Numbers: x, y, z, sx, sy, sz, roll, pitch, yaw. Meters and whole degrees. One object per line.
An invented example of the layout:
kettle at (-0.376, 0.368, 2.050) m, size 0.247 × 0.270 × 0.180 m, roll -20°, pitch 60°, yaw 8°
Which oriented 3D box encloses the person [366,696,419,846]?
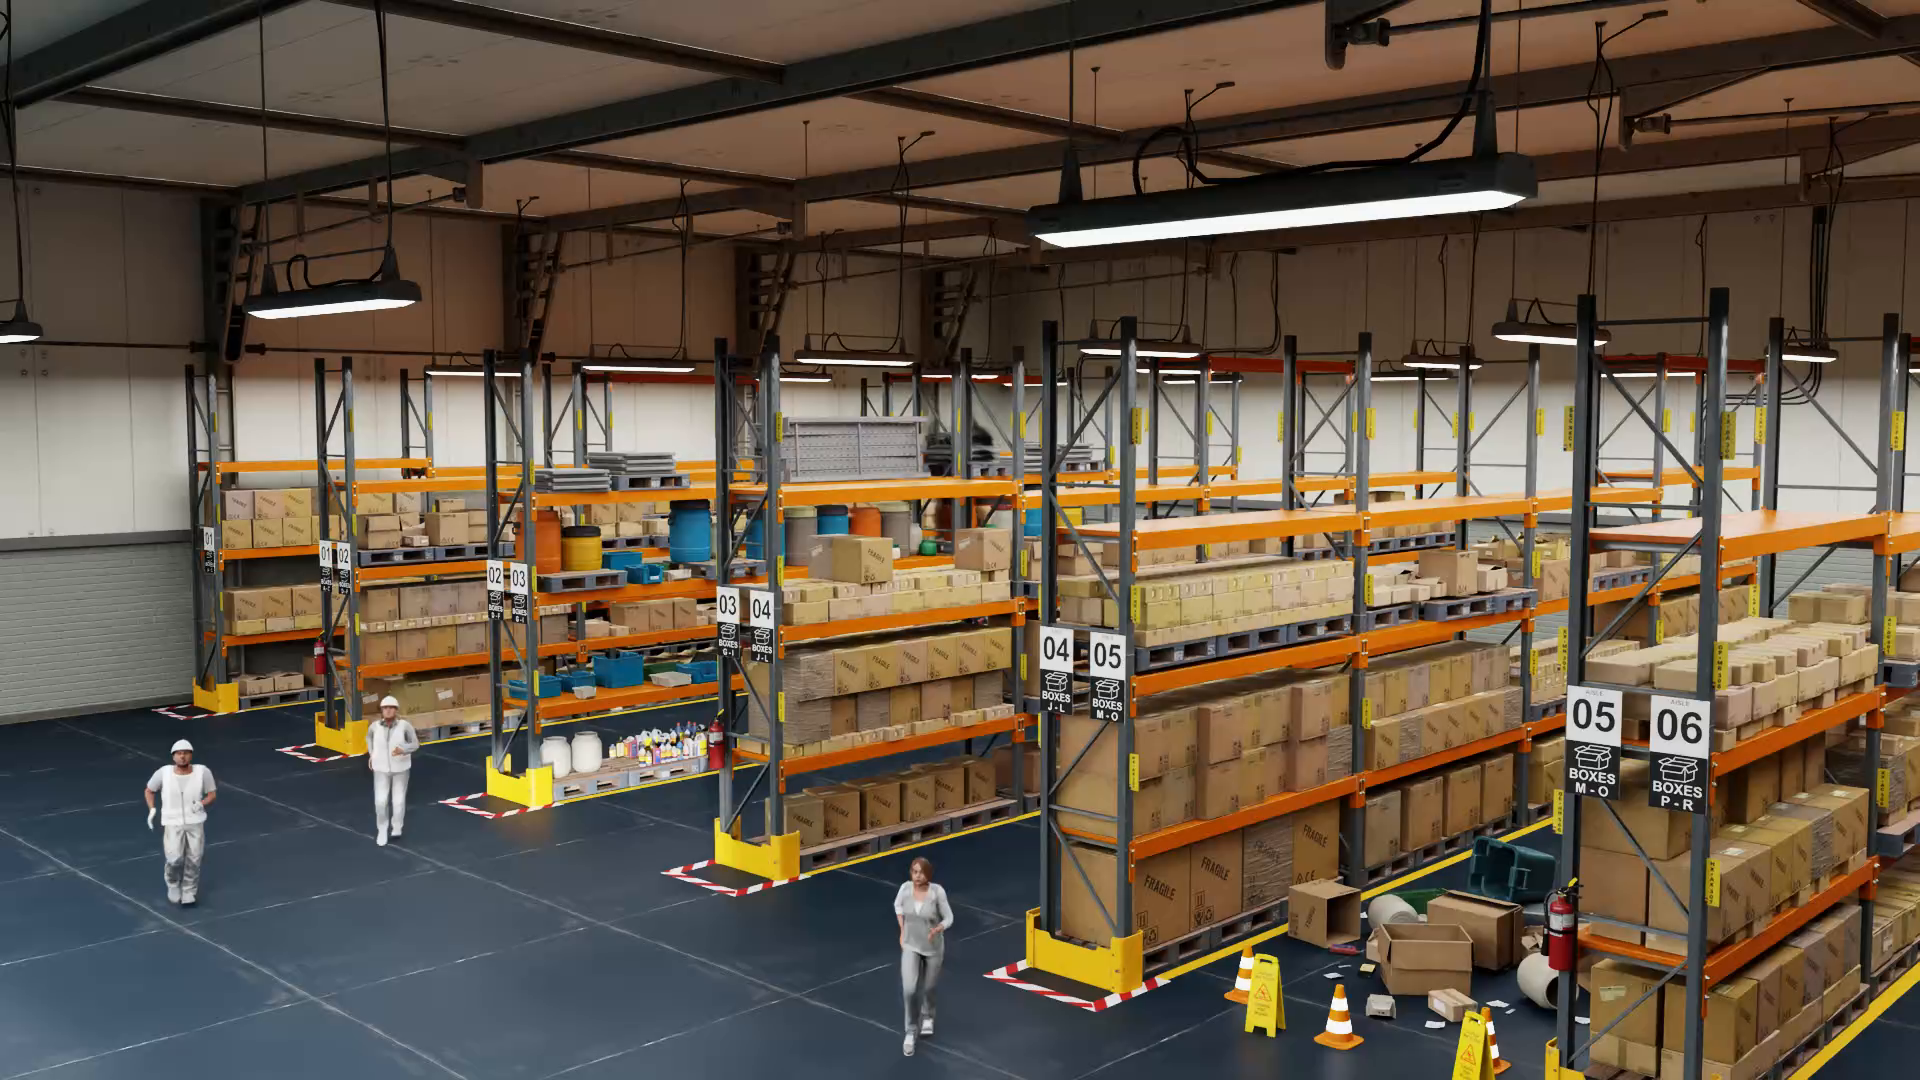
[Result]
person at (-6.807, 2.762, 19.940) m, size 0.635 × 1.797 × 0.722 m, roll -1°, pitch 4°, yaw -13°

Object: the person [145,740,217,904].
person at (-8.079, 2.952, 17.295) m, size 0.668 × 1.738 × 0.634 m, roll -2°, pitch 5°, yaw -29°

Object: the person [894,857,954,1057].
person at (-0.299, 3.342, 13.472) m, size 0.503 × 1.593 × 0.737 m, roll 0°, pitch 4°, yaw 5°
